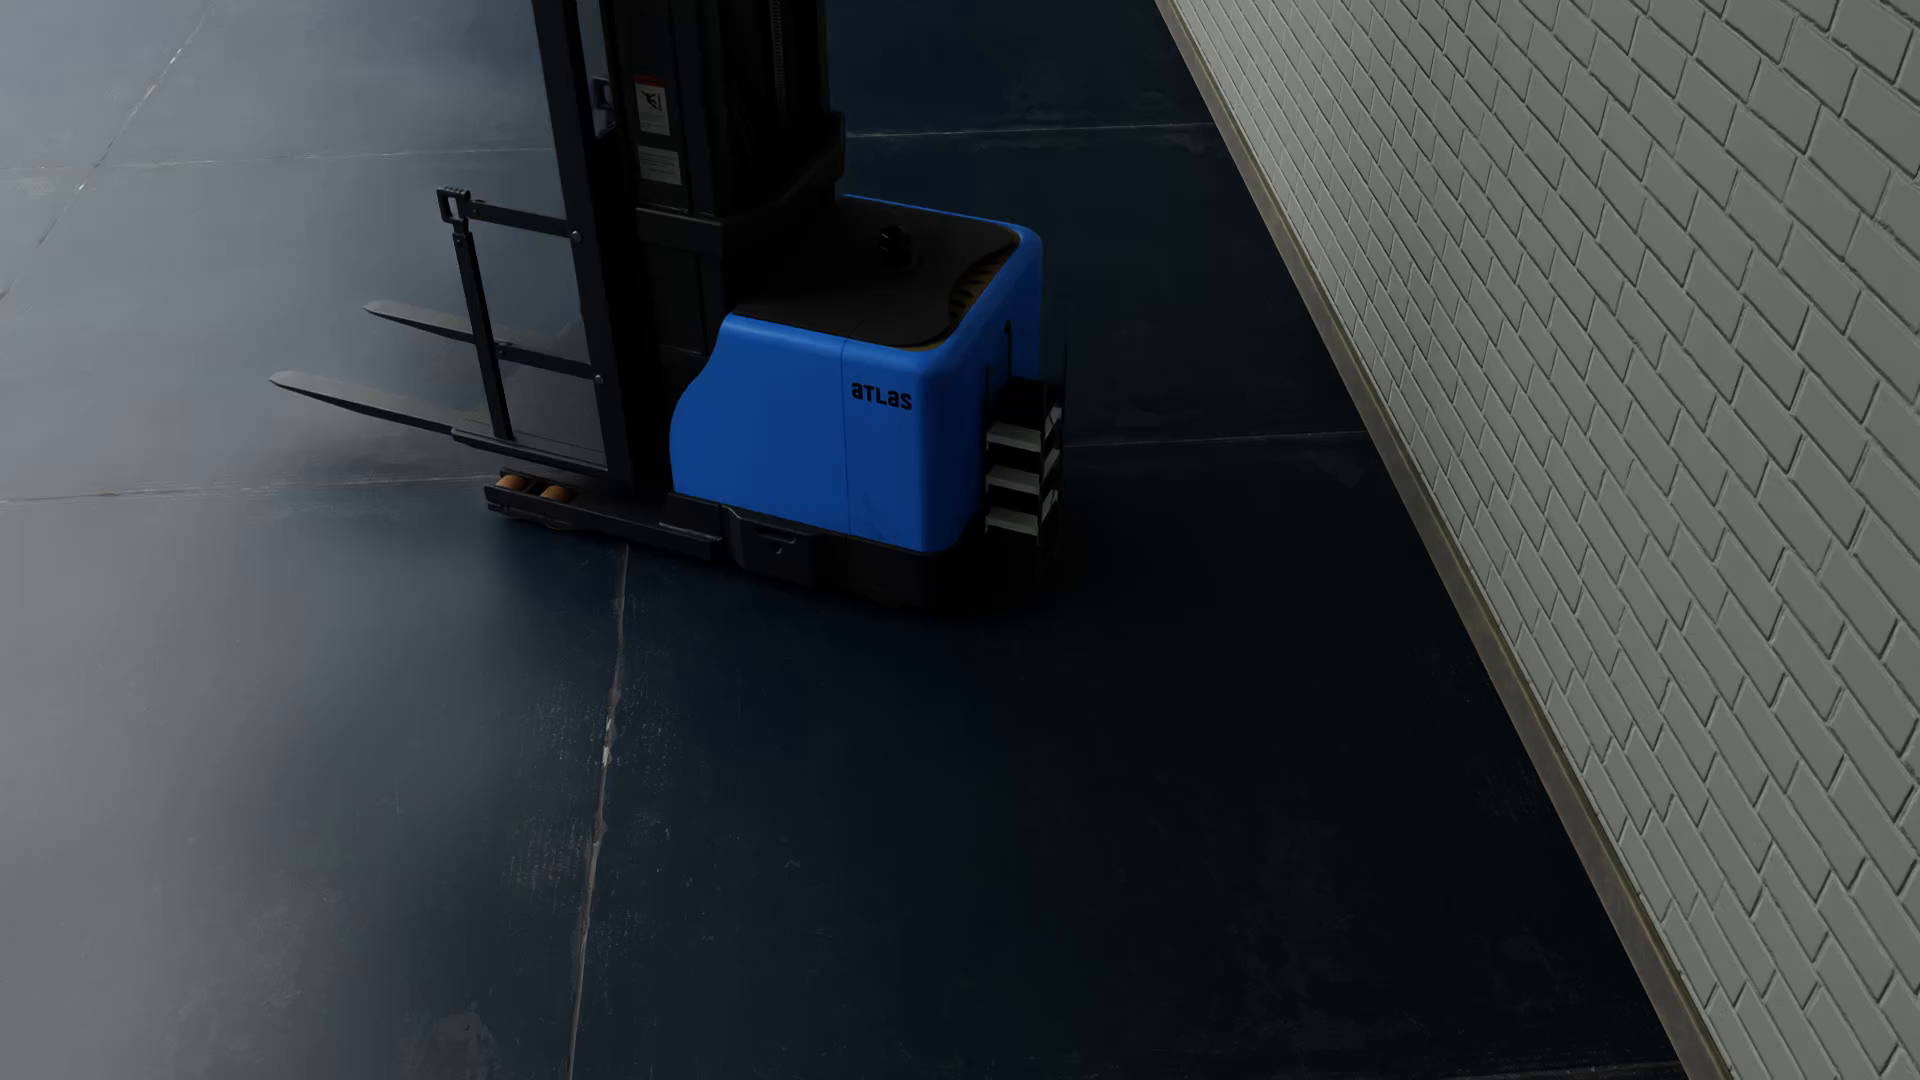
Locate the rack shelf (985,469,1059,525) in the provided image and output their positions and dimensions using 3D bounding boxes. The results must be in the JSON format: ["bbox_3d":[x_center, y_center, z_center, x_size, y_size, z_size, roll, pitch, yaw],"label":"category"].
[{"bbox_3d":[0.228,-0.175,5.944,0.200,0.077,0.258,14,40,17],"label":"rack shelf"}]

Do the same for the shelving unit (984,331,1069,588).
[{"bbox_3d":[0.228,-0.272,5.868,0.210,0.900,0.258,14,40,17],"label":"shelving unit"}]

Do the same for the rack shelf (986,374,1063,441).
[{"bbox_3d":[0.228,-0.458,5.721,0.200,0.077,0.258,14,40,17],"label":"rack shelf"}]

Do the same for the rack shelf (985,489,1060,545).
[{"bbox_3d":[0.228,-0.104,6.000,0.200,0.077,0.258,14,40,17],"label":"rack shelf"}]

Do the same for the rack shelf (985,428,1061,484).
[{"bbox_3d":[0.228,-0.316,5.833,0.200,0.077,0.258,14,40,17],"label":"rack shelf"}]

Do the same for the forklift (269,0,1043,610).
[{"bbox_3d":[-1.261,-1.477,5.755,3.031,2.935,1.130,14,40,17],"label":"forklift"}]

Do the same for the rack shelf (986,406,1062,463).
[{"bbox_3d":[0.228,-0.387,5.777,0.200,0.077,0.258,14,40,17],"label":"rack shelf"}]

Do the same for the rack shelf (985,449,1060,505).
[{"bbox_3d":[0.228,-0.246,5.889,0.200,0.077,0.258,14,40,17],"label":"rack shelf"}]

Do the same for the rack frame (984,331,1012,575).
[{"bbox_3d":[0.133,-0.295,5.897,0.006,0.900,0.240,14,40,17],"label":"rack frame"}]

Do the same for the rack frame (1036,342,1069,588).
[{"bbox_3d":[0.322,-0.249,5.839,0.006,0.900,0.240,14,40,17],"label":"rack frame"}]
